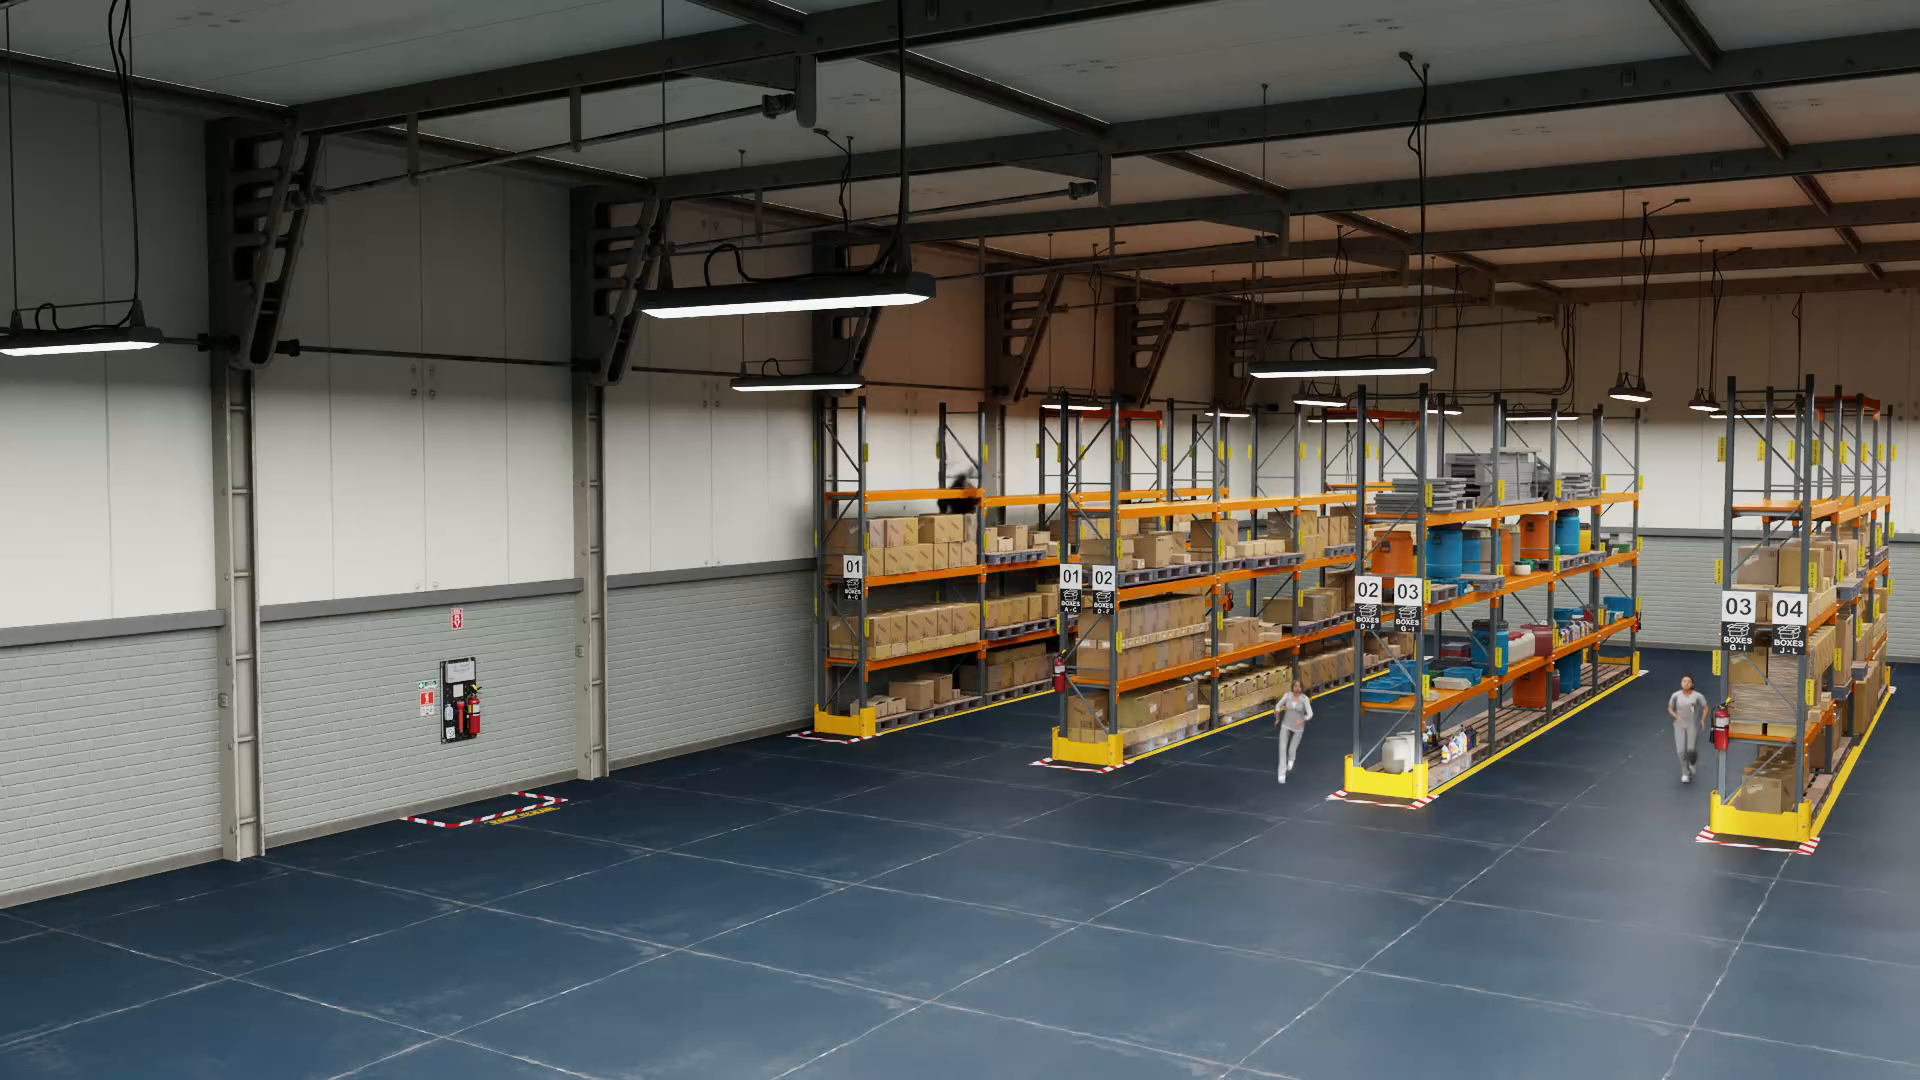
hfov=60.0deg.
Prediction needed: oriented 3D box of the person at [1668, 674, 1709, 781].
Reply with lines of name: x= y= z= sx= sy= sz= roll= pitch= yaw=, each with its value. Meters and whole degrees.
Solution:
person: x=11.059 y=2.860 z=25.295 sx=0.558 sy=1.631 sz=0.555 roll=2 pitch=3 yaw=29

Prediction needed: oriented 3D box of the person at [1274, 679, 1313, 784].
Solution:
person: x=5.101 y=2.906 z=25.442 sx=0.580 sy=1.590 sz=0.725 roll=1 pitch=3 yaw=19
